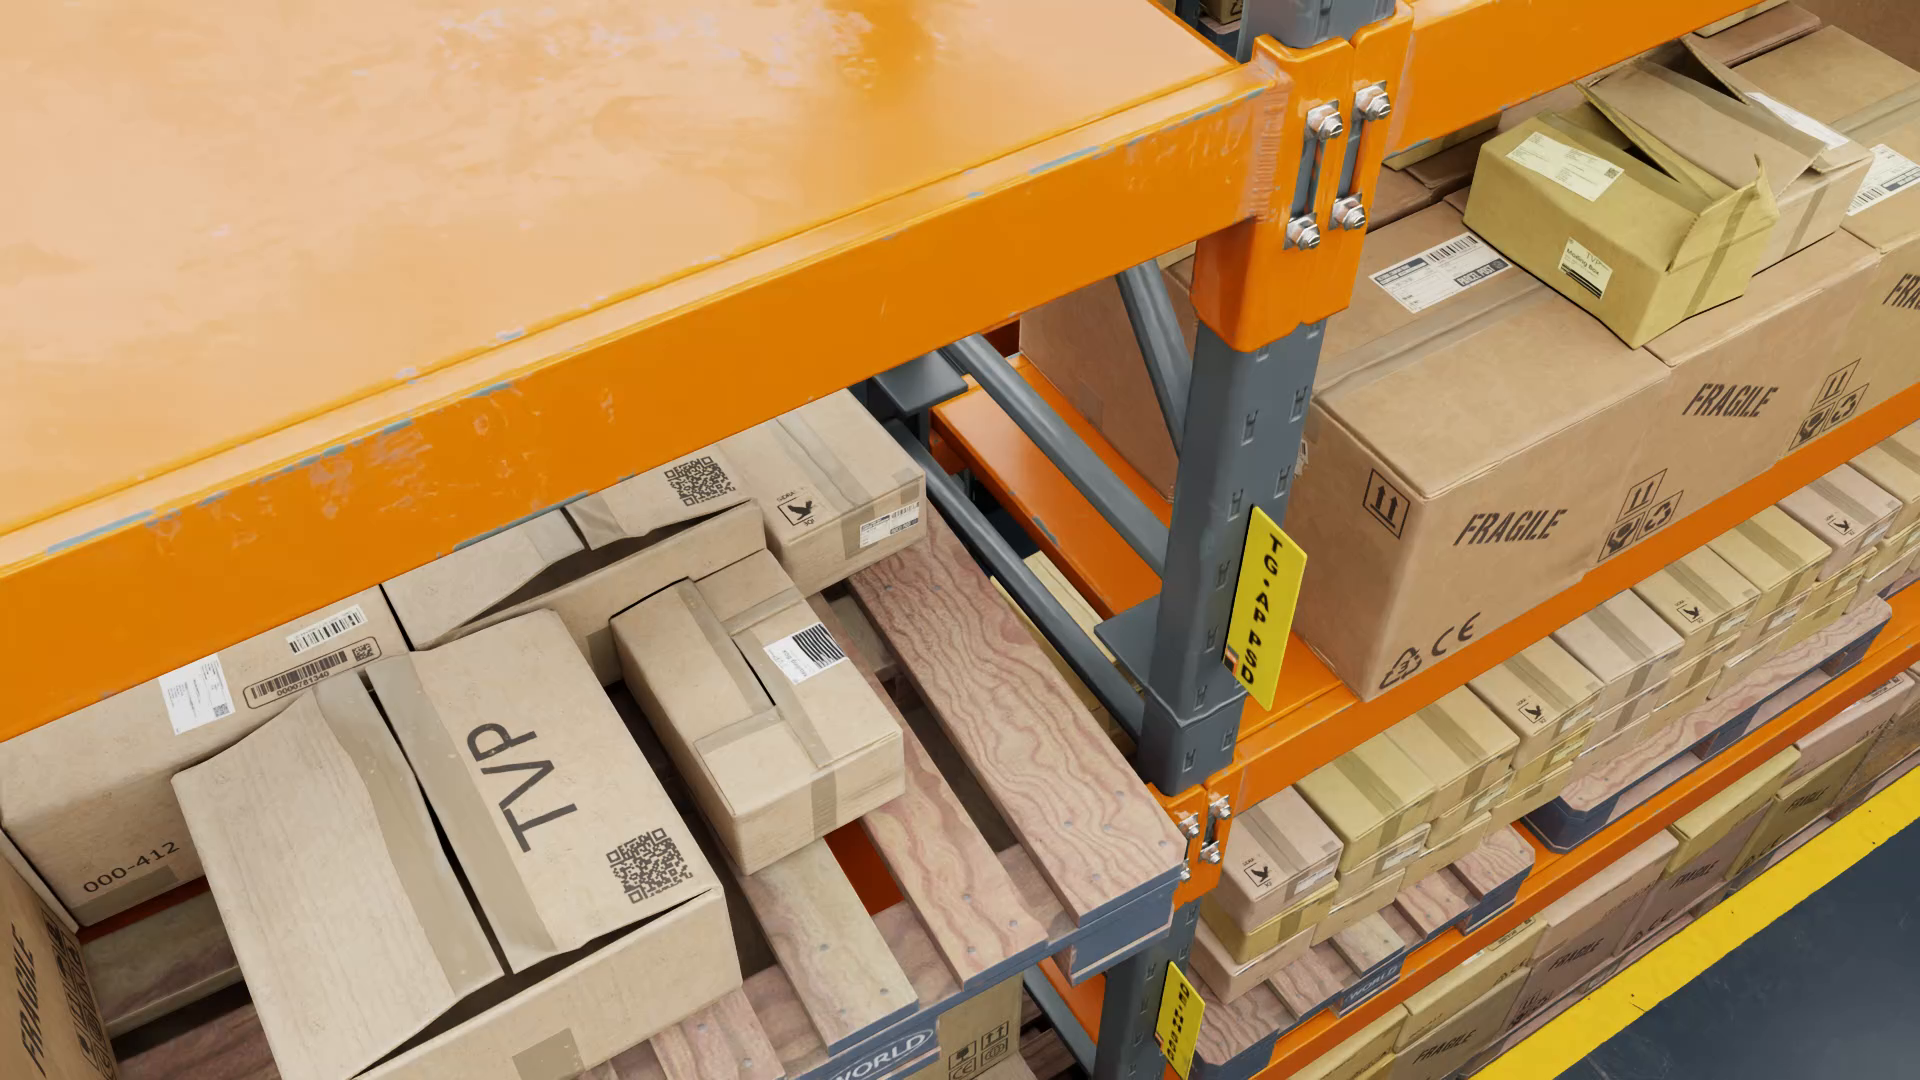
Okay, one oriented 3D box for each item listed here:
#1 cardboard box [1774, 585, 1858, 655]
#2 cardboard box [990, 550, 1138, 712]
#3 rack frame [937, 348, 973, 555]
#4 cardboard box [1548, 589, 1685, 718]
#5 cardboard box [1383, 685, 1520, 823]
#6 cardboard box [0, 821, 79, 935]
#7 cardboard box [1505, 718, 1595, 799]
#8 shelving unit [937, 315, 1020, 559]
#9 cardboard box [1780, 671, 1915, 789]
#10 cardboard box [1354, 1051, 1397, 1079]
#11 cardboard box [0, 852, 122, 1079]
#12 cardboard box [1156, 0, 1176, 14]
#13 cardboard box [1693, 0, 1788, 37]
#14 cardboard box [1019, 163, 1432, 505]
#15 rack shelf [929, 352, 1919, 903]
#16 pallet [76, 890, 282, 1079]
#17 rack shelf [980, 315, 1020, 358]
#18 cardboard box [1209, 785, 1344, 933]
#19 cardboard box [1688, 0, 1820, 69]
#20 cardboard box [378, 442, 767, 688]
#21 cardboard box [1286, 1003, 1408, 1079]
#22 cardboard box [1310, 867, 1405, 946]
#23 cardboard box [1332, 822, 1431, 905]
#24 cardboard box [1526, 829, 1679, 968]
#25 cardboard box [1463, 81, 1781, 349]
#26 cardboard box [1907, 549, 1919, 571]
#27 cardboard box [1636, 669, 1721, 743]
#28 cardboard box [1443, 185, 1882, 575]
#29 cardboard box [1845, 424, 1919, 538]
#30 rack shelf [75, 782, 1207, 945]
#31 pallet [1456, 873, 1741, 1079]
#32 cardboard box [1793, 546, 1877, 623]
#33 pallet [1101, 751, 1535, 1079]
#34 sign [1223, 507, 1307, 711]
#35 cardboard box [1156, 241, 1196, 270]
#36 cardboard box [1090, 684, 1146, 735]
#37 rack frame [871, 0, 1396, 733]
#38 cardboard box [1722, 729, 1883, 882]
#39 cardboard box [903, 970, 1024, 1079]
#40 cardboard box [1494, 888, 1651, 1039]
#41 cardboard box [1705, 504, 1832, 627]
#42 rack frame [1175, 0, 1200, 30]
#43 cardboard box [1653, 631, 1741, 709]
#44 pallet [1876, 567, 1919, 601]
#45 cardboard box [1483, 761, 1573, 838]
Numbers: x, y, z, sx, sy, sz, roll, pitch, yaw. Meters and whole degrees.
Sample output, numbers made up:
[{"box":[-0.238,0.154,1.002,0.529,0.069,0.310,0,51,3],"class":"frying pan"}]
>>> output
[{"box":[2.162,0.093,4.491,0.250,0.149,0.380,-23,52,-19],"class":"cardboard box"},{"box":[0.279,0.200,3.997,0.250,0.149,0.380,-27,54,-22],"class":"cardboard box"},{"box":[-0.066,-0.667,5.883,0.015,2.100,0.400,-25,53,-21],"class":"rack frame"},{"box":[1.492,0.205,3.993,0.250,0.149,0.380,-23,52,-19],"class":"cardboard box"},{"box":[1.039,0.419,3.802,0.250,0.149,0.380,-25,53,-21],"class":"cardboard box"},{"box":[-1.478,0.352,2.077,0.500,0.311,0.500,-26,53,-21],"class":"cardboard box"},{"box":[1.291,0.399,4.019,0.250,0.149,0.380,-25,53,-21],"class":"cardboard box"},{"box":[0.140,-0.764,5.970,0.503,2.100,0.431,-25,53,-21],"class":"shelving unit"},{"box":[2.556,0.440,5.185,0.500,0.250,0.500,-23,52,-19],"class":"cardboard box"},{"box":[0.844,1.509,4.735,0.500,0.500,0.500,-27,54,-22],"class":"cardboard box"},{"box":[-1.211,0.604,1.725,0.500,0.500,0.500,-25,53,-21],"class":"cardboard box"},{"box":[0.401,-2.994,8.494,0.875,0.875,1.225,-25,53,-21],"class":"cardboard box"},{"box":[1.390,-1.198,3.165,0.258,0.266,0.396,-25,53,-21],"class":"cardboard box"},{"box":[0.457,-0.480,3.039,0.500,0.500,0.500,-25,53,-21],"class":"cardboard box"},{"box":[1.801,-0.617,3.709,4.000,0.370,1.077,-25,53,-21],"class":"rack shelf"},{"box":[-1.351,0.741,2.144,1.213,0.211,1.003,-23,52,-19],"class":"pallet"},{"box":[0.140,-0.755,5.980,0.480,0.518,0.431,-25,53,-21],"class":"rack shelf"},{"box":[0.607,0.621,3.622,0.250,0.149,0.380,-25,53,-21],"class":"cardboard box"},{"box":[1.298,-0.884,3.399,0.500,0.500,0.500,-25,53,-21],"class":"cardboard box"},{"box":[-0.620,-0.053,2.437,0.500,0.311,0.500,-25,53,-21],"class":"cardboard box"},{"box":[0.822,1.259,4.456,0.500,0.250,0.500,-27,54,-22],"class":"cardboard box"},{"box":[0.823,0.725,3.928,0.250,0.149,0.380,-23,52,-19],"class":"cardboard box"},{"box":[0.854,0.608,3.833,0.250,0.149,0.380,-23,52,-19],"class":"cardboard box"},{"box":[1.676,0.868,4.804,0.500,0.250,0.500,-25,53,-21],"class":"cardboard box"},{"box":[1.035,-0.539,2.579,0.258,0.266,0.396,-25,53,-21],"class":"cardboard box"},{"box":[2.619,-0.126,4.686,0.250,0.149,0.380,-28,54,-23],"class":"cardboard box"},{"box":[1.716,0.302,4.305,0.250,0.149,0.380,-25,53,-20],"class":"cardboard box"},{"box":[1.154,-0.355,2.928,0.500,0.500,0.500,-25,53,-21],"class":"cardboard box"},{"box":[2.379,-0.216,4.368,0.250,0.149,0.380,-27,54,-22],"class":"cardboard box"},{"box":[-1.582,0.977,2.290,4.000,0.370,1.077,-25,53,-21],"class":"rack shelf"},{"box":[1.802,1.072,5.599,1.213,0.211,1.003,-25,53,-21],"class":"pallet"},{"box":[2.148,0.001,4.374,0.250,0.149,0.380,-25,53,-21],"class":"cardboard box"},{"box":[0.655,0.651,4.235,1.003,0.211,1.213,-25,53,-21],"class":"pallet"},{"box":[0.399,0.097,2.193,0.005,0.325,0.100,-25,53,-21],"class":"sign"},{"box":[0.313,-0.672,2.697,0.258,0.266,0.396,-25,53,-21],"class":"cardboard box"},{"box":[0.284,0.299,4.108,0.250,0.149,0.380,-24,53,-20],"class":"cardboard box"},{"box":[0.110,-1.057,1.610,0.127,3.000,1.000,-25,53,-21],"class":"rack frame"},{"box":[2.567,0.695,5.461,0.500,0.500,0.500,-26,53,-22],"class":"cardboard box"},{"box":[-0.275,0.745,3.286,0.500,0.500,0.700,-25,53,-21],"class":"cardboard box"},{"box":[1.699,1.100,5.100,0.500,0.500,0.500,-26,53,-22],"class":"cardboard box"},{"box":[1.927,0.001,4.174,0.250,0.149,0.380,-26,53,-21],"class":"cardboard box"},{"box":[0.931,-3.828,8.096,0.127,3.000,1.000,-25,53,-21],"class":"rack frame"},{"box":[1.714,0.204,4.193,0.250,0.149,0.380,-26,53,-21],"class":"cardboard box"},{"box":[2.768,-0.379,5.153,1.213,0.211,1.003,-25,53,-21],"class":"pallet"},{"box":[1.278,0.509,4.121,0.250,0.149,0.380,-23,52,-19],"class":"cardboard box"}]
